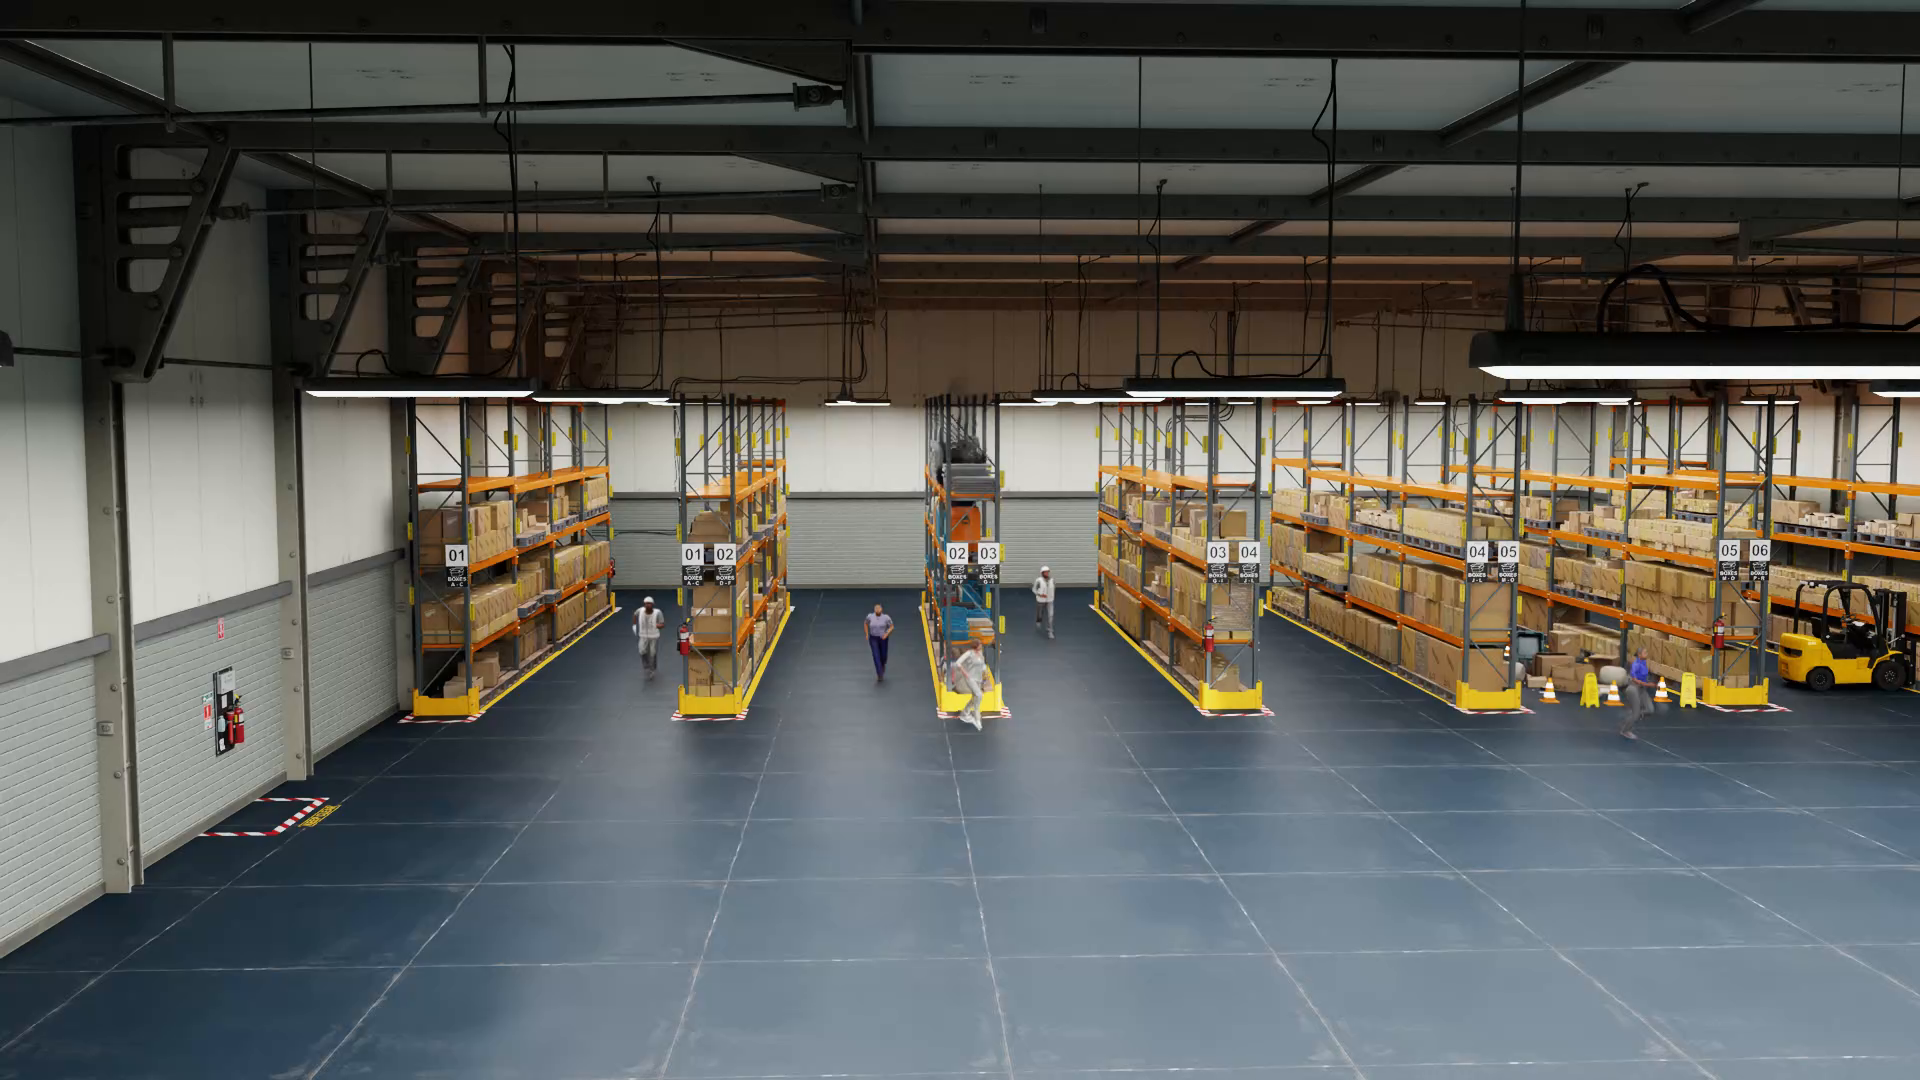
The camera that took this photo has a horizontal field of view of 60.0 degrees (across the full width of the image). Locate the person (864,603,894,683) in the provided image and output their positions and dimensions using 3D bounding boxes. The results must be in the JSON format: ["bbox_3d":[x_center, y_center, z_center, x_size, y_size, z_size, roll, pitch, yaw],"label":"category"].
[{"bbox_3d":[-1.716,2.145,35.195,0.630,1.644,0.895,0,5,-2],"label":"person"}]

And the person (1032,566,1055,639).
[{"bbox_3d":[2.121,1.547,41.861,0.628,1.776,1.127,-1,5,-8],"label":"person"}]

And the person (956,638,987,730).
[{"bbox_3d":[0.243,2.569,29.942,0.648,1.618,0.540,4,6,42],"label":"person"}]

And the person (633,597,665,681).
[{"bbox_3d":[-6.563,2.069,35.034,0.717,1.770,0.828,0,5,1],"label":"person"}]

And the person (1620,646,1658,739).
[{"bbox_3d":[11.791,2.650,28.828,0.556,1.611,0.610,-4,6,-44],"label":"person"}]
